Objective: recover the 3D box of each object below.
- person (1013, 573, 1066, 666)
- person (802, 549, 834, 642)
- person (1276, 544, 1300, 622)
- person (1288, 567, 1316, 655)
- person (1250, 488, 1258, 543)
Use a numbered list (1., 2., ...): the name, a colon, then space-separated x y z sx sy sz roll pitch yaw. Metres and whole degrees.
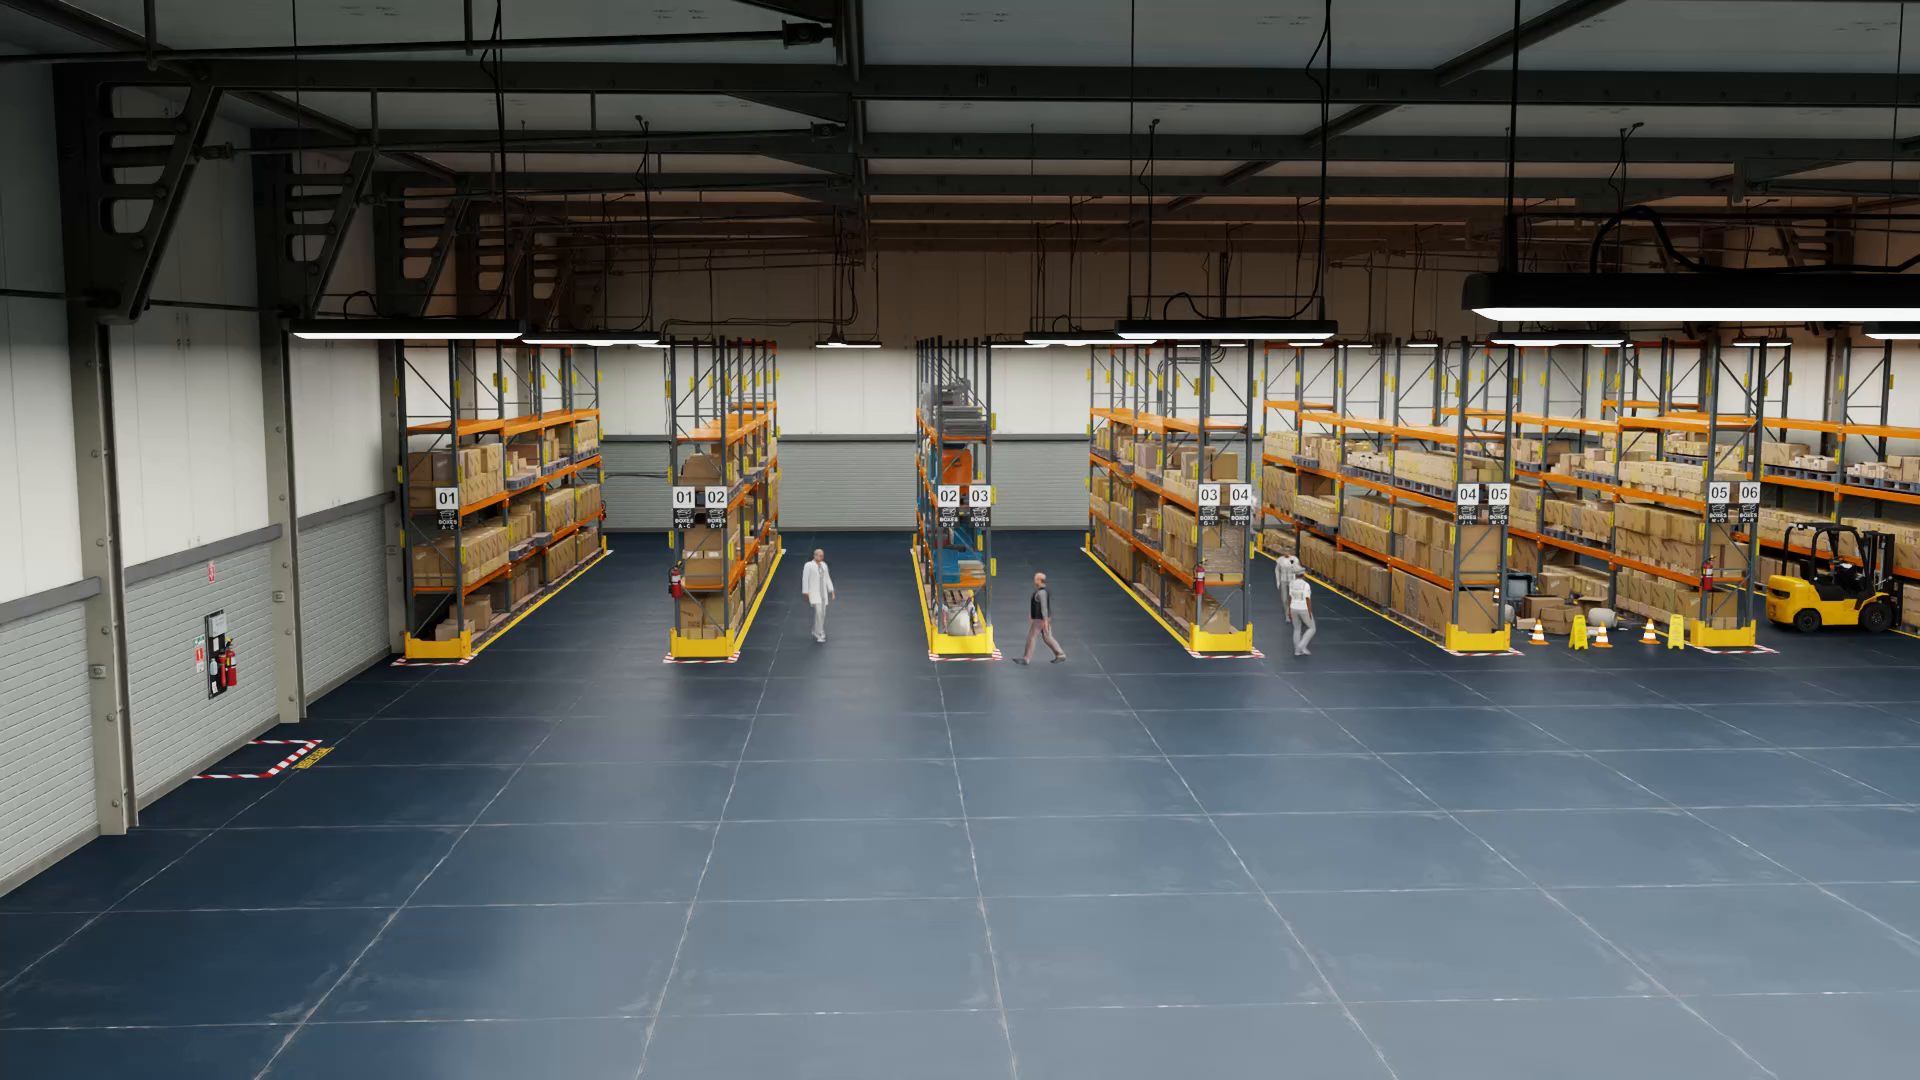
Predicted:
1. person: 1.460 1.447 30.364 0.926 1.699 0.564 1 7 11
2. person: -2.790 1.110 33.119 0.645 1.842 0.611 6 9 44
3. person: 6.989 0.899 35.350 0.566 1.655 0.459 2 7 19
4. person: 6.407 1.356 31.304 0.568 1.658 0.466 6 9 41
5. person: 8.543 -0.715 49.007 0.940 1.726 0.543 -4 8 -34
